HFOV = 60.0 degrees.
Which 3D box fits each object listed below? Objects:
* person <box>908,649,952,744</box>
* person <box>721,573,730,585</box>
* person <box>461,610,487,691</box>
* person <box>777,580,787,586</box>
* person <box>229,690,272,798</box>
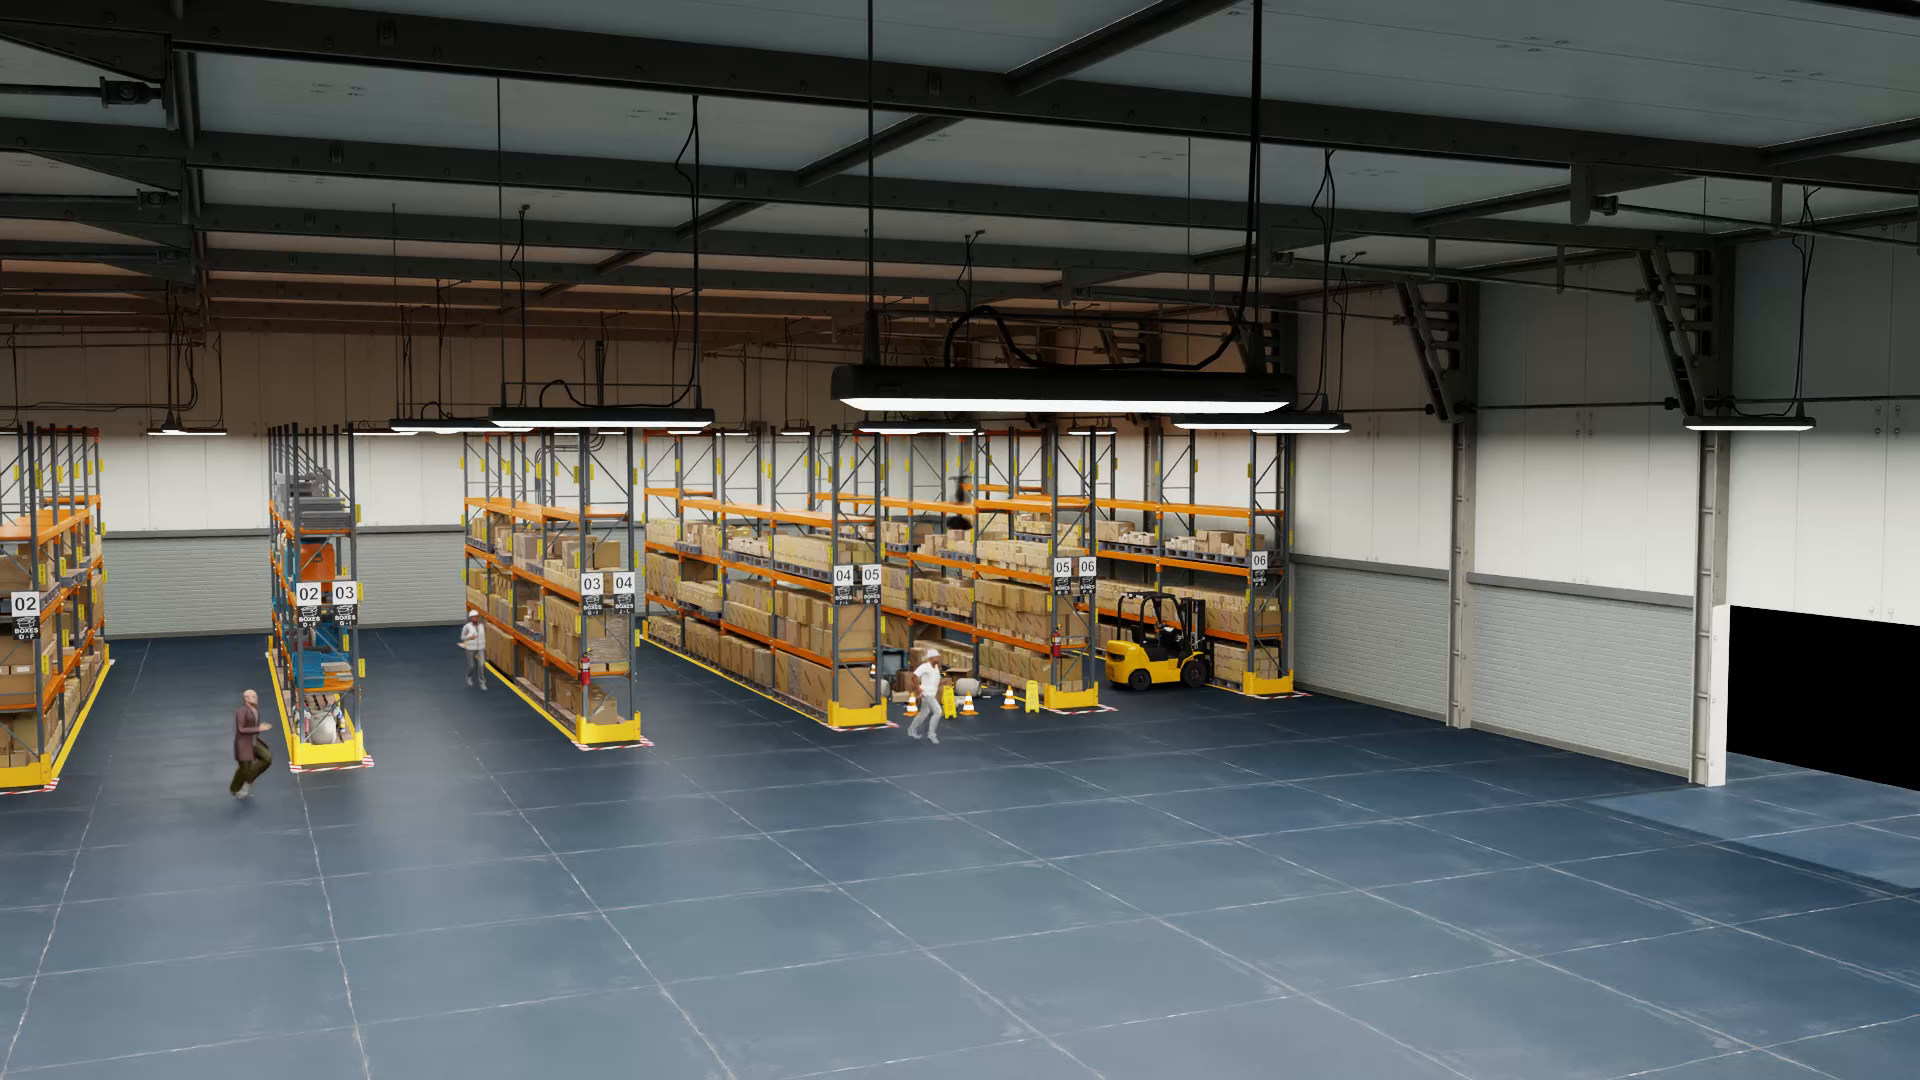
[{"bbox_3d":[-0.593,2.954,31.323,0.865,1.813,0.626,1,4,14],"label":"person"},{"bbox_3d":[-7.138,1.785,51.475,0.568,1.648,0.904,3,4,38],"label":"person"},{"bbox_3d":[-11.059,2.498,37.926,0.652,1.793,0.886,-2,4,-34],"label":"person"},{"bbox_3d":[-5.512,1.736,51.526,0.770,1.687,0.581,-3,4,-37],"label":"person"},{"bbox_3d":[-11.259,3.227,26.386,0.819,1.731,0.755,0,4,8],"label":"person"}]
